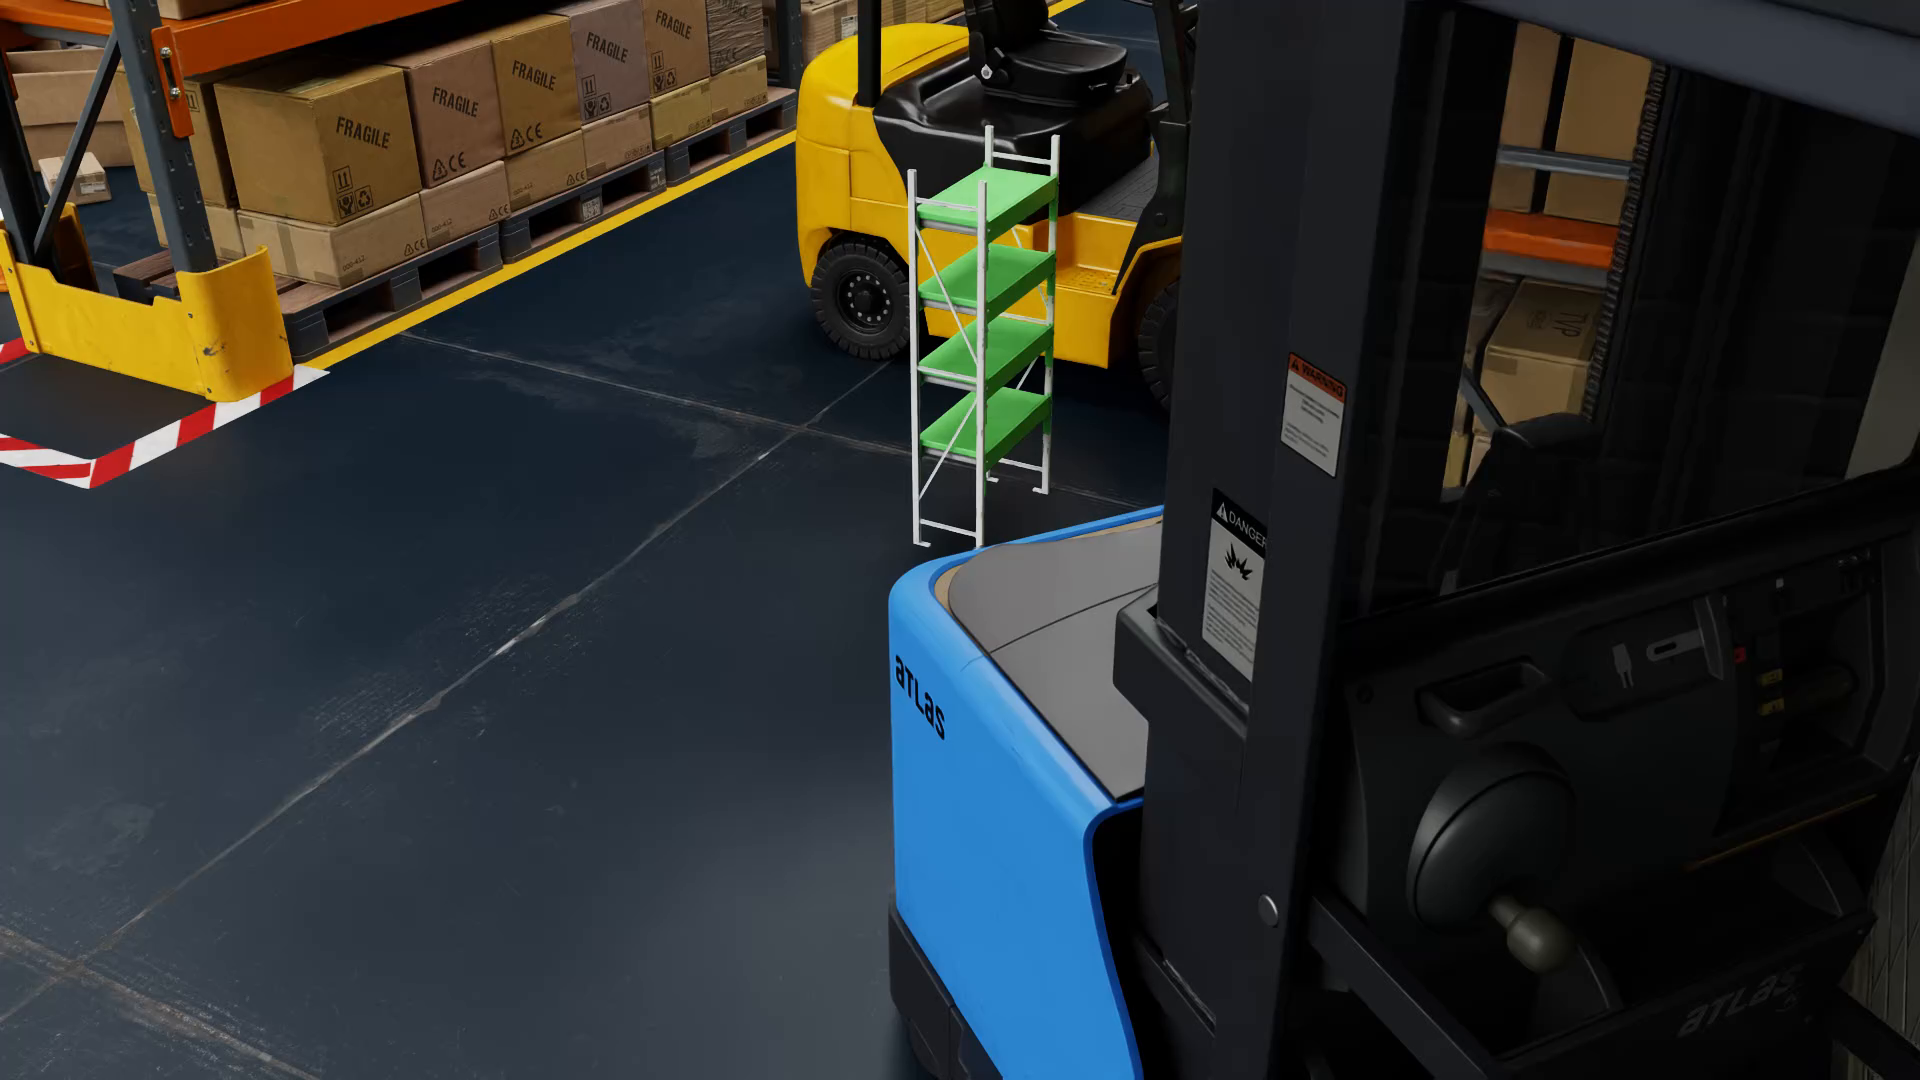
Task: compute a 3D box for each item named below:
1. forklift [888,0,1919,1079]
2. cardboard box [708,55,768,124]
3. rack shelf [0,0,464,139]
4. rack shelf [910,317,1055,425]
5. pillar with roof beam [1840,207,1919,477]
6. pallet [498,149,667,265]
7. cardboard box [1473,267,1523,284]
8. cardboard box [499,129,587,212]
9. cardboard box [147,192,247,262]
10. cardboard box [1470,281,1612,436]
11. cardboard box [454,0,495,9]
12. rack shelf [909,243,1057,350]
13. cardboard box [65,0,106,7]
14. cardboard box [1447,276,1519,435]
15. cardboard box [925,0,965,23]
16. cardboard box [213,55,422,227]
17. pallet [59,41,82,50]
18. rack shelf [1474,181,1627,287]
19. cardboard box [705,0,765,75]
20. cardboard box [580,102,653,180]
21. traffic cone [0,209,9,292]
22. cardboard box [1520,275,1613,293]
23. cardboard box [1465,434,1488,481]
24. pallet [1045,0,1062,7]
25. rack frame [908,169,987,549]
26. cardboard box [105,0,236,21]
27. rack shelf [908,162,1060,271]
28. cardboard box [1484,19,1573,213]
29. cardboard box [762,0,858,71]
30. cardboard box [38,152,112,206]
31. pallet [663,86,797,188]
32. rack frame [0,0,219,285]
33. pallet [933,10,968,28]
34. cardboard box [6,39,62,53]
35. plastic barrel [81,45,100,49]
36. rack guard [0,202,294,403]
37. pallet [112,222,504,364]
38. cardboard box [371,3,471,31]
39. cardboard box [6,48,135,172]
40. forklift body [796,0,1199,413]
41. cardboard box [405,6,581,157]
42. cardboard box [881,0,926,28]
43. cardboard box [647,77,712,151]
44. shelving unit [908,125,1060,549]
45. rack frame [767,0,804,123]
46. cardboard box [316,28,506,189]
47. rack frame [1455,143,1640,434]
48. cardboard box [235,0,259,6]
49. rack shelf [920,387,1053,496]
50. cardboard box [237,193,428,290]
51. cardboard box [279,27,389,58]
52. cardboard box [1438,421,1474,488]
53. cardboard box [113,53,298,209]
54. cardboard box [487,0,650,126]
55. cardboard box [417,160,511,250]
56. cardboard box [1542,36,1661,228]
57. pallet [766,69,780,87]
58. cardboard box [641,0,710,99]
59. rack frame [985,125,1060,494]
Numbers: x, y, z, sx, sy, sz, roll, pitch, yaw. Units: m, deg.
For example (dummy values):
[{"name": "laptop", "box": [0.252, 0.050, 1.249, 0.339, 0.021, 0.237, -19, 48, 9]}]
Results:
[{"name": "forklift", "box": [0.940, 0.271, 1.835, 1.130, 2.935, 3.031, -13, 32, -22]}, {"name": "cardboard box", "box": [-1.365, -2.411, 8.775, 0.500, 0.250, 0.500, 16, 33, 25]}, {"name": "rack shelf", "box": [-2.246, -2.545, 7.393, 1.077, 0.370, 4.000, 14, 33, 23]}, {"name": "rack shelf", "box": [0.075, -0.538, 5.111, 0.258, 0.148, 0.480, 14, 33, 23]}, {"name": "pillar with roof beam", "box": [-1.450, -4.529, 4.100, 9.100, 9.000, 0.400, 14, 33, 23]}, {"name": "pallet", "box": [-2.164, -1.686, 7.974, 1.003, 0.211, 1.213, 14, 33, 23]}, {"name": "cardboard box", "box": [1.423, -0.772, 4.918, 0.500, 0.250, 0.500, 15, 33, 24]}, {"name": "cardboard box", "box": [-2.067, -1.725, 7.580, 0.500, 0.250, 0.500, 17, 34, 27]}, {"name": "cardboard box", "box": [-3.017, -1.390, 6.998, 0.500, 0.250, 0.500, 14, 33, 23]}, {"name": "cardboard box", "box": [1.651, -0.440, 4.339, 0.500, 0.250, 0.500, 14, 33, 23]}, {"name": "cardboard box", "box": [-2.315, -2.389, 7.984, 0.500, 0.500, 0.500, 16, 34, 26]}, {"name": "rack shelf", "box": [0.075, -0.746, 4.991, 0.258, 0.148, 0.480, 14, 33, 23]}, {"name": "cardboard box", "box": [-3.177, -2.076, 6.105, 0.380, 0.149, 0.250, 15, 33, 25]}, {"name": "cardboard box", "box": [1.195, -0.544, 4.521, 0.500, 0.250, 0.500, 15, 33, 25]}, {"name": "cardboard box", "box": [-0.459, -3.648, 10.807, 0.950, 0.372, 0.625, 15, 33, 25]}, {"name": "cardboard box", "box": [-2.533, -1.591, 6.595, 0.500, 0.500, 0.500, 13, 32, 22]}, {"name": "pallet", "box": [-6.204, -3.293, 10.773, 1.003, 0.211, 1.213, 14, 33, 23]}, {"name": "rack shelf", "box": [2.174, -1.421, 5.435, 1.077, 0.370, 4.000, 14, 33, 23]}, {"name": "cardboard box", "box": [-1.366, -2.736, 8.588, 0.500, 0.500, 0.500, 14, 33, 23]}, {"name": "cardboard box", "box": [-1.834, -1.948, 7.969, 0.500, 0.250, 0.500, 15, 33, 24]}, {"name": "traffic cone", "box": [-4.110, -1.354, 7.143, 0.336, 0.463, 0.334, 14, 33, 23]}, {"name": "cardboard box", "box": [1.875, -0.662, 4.726, 0.500, 0.250, 0.500, 14, 33, 23]}, {"name": "cardboard box", "box": [1.662, -0.214, 4.448, 0.500, 0.250, 0.500, 15, 33, 24]}, {"name": "pallet", "box": [0.130, -3.962, 11.937, 1.003, 0.211, 1.213, 14, 33, 23]}, {"name": "rack frame", "box": [-0.036, -0.486, 4.891, 0.240, 1.200, 0.015, 14, 33, 23]}, {"name": "cardboard box", "box": [-2.818, -1.965, 5.912, 0.380, 0.149, 0.250, 14, 33, 23]}, {"name": "rack shelf", "box": [0.075, -0.955, 4.872, 0.258, 0.148, 0.480, 14, 33, 23]}, {"name": "cardboard box", "box": [1.254, -1.167, 4.170, 0.500, 0.500, 0.500, 14, 33, 22]}, {"name": "cardboard box", "box": [-1.098, -3.020, 9.713, 0.950, 0.372, 0.625, 15, 33, 24]}, {"name": "cardboard box", "box": [-4.359, -1.773, 8.189, 0.250, 0.149, 0.380, -18, 34, -28]}, {"name": "pallet", "box": [-1.609, -2.229, 8.919, 1.003, 0.211, 1.213, 14, 33, 23]}, {"name": "rack frame", "box": [-3.157, -1.971, 5.669, 1.000, 3.000, 0.127, 14, 33, 23]}, {"name": "pallet", "box": [-0.427, -3.423, 10.999, 1.003, 0.211, 1.213, 14, 33, 23]}, {"name": "cardboard box", "box": [-5.581, -2.818, 9.653, 0.500, 0.500, 0.500, 21, 36, 32]}, {"name": "plastic barrel", "box": [-4.939, -2.854, 9.795, 0.421, 0.421, 0.512, -12, 32, -20]}, {"name": "rack guard", "box": [-3.123, -0.920, 6.351, 1.175, 0.500, 0.348, 14, 33, 23]}, {"name": "pallet", "box": [-2.721, -1.147, 7.036, 1.003, 0.211, 1.213, 14, 33, 23]}, {"name": "cardboard box", "box": [-2.553, -2.154, 7.575, 0.500, 0.500, 0.500, 14, 33, 22]}, {"name": "cardboard box", "box": [-4.611, -2.241, 8.647, 0.797, 0.503, 0.637, -7, 31, -11]}, {"name": "forklift body", "box": [0.503, -1.733, 6.107, 2.313, 2.155, 1.214, 14, 33, 23]}, {"name": "cardboard box", "box": [-2.063, -2.044, 7.384, 0.500, 0.500, 0.500, 15, 33, 24]}, {"name": "cardboard box", "box": [-0.774, -3.339, 10.269, 0.950, 0.372, 0.625, 16, 34, 26]}, {"name": "cardboard box", "box": [-1.599, -2.172, 8.360, 0.500, 0.250, 0.500, 13, 32, 22]}, {"name": "shelving unit", "box": [0.075, -0.594, 5.079, 0.258, 1.200, 0.503, 14, 33, 23]}, {"name": "rack frame", "box": [-1.335, -3.744, 8.757, 1.000, 3.000, 0.127, 14, 33, 23]}, {"name": "cardboard box", "box": [-2.299, -1.824, 7.000, 0.500, 0.500, 0.500, 13, 32, 21]}, {"name": "rack frame", "box": [1.263, -0.846, 3.711, 1.000, 3.000, 0.127, 14, 33, 23]}, {"name": "cardboard box", "box": [-2.716, -2.081, 6.113, 0.380, 0.149, 0.250, 15, 33, 24]}, {"name": "rack shelf", "box": [0.075, -0.330, 5.230, 0.258, 0.148, 0.480, 14, 33, 23]}, {"name": "cardboard box", "box": [-2.543, -1.255, 6.763, 0.500, 0.250, 0.500, 14, 33, 23]}, {"name": "cardboard box", "box": [-2.790, -1.932, 7.189, 0.500, 0.500, 0.500, 16, 33, 25]}, {"name": "cardboard box", "box": [1.207, -0.339, 4.666, 0.500, 0.250, 0.500, 14, 33, 23]}, {"name": "cardboard box", "box": [-3.024, -1.700, 6.784, 0.500, 0.500, 0.500, 15, 33, 24]}, {"name": "cardboard box", "box": [-1.827, -2.283, 7.800, 0.500, 0.500, 0.500, 16, 34, 26]}, {"name": "cardboard box", "box": [-2.304, -1.480, 7.154, 0.500, 0.250, 0.500, 16, 33, 25]}, {"name": "cardboard box", "box": [1.736, -1.046, 3.959, 0.500, 0.500, 0.500, 15, 33, 25]}, {"name": "pallet", "box": [-0.982, -2.880, 10.053, 1.003, 0.211, 1.213, 14, 33, 23]}, {"name": "cardboard box", "box": [-1.596, -2.510, 8.195, 0.500, 0.500, 0.500, 15, 33, 24]}, {"name": "rack frame", "box": [0.187, -0.702, 5.267, 0.240, 1.200, 0.015, 14, 33, 23]}]
